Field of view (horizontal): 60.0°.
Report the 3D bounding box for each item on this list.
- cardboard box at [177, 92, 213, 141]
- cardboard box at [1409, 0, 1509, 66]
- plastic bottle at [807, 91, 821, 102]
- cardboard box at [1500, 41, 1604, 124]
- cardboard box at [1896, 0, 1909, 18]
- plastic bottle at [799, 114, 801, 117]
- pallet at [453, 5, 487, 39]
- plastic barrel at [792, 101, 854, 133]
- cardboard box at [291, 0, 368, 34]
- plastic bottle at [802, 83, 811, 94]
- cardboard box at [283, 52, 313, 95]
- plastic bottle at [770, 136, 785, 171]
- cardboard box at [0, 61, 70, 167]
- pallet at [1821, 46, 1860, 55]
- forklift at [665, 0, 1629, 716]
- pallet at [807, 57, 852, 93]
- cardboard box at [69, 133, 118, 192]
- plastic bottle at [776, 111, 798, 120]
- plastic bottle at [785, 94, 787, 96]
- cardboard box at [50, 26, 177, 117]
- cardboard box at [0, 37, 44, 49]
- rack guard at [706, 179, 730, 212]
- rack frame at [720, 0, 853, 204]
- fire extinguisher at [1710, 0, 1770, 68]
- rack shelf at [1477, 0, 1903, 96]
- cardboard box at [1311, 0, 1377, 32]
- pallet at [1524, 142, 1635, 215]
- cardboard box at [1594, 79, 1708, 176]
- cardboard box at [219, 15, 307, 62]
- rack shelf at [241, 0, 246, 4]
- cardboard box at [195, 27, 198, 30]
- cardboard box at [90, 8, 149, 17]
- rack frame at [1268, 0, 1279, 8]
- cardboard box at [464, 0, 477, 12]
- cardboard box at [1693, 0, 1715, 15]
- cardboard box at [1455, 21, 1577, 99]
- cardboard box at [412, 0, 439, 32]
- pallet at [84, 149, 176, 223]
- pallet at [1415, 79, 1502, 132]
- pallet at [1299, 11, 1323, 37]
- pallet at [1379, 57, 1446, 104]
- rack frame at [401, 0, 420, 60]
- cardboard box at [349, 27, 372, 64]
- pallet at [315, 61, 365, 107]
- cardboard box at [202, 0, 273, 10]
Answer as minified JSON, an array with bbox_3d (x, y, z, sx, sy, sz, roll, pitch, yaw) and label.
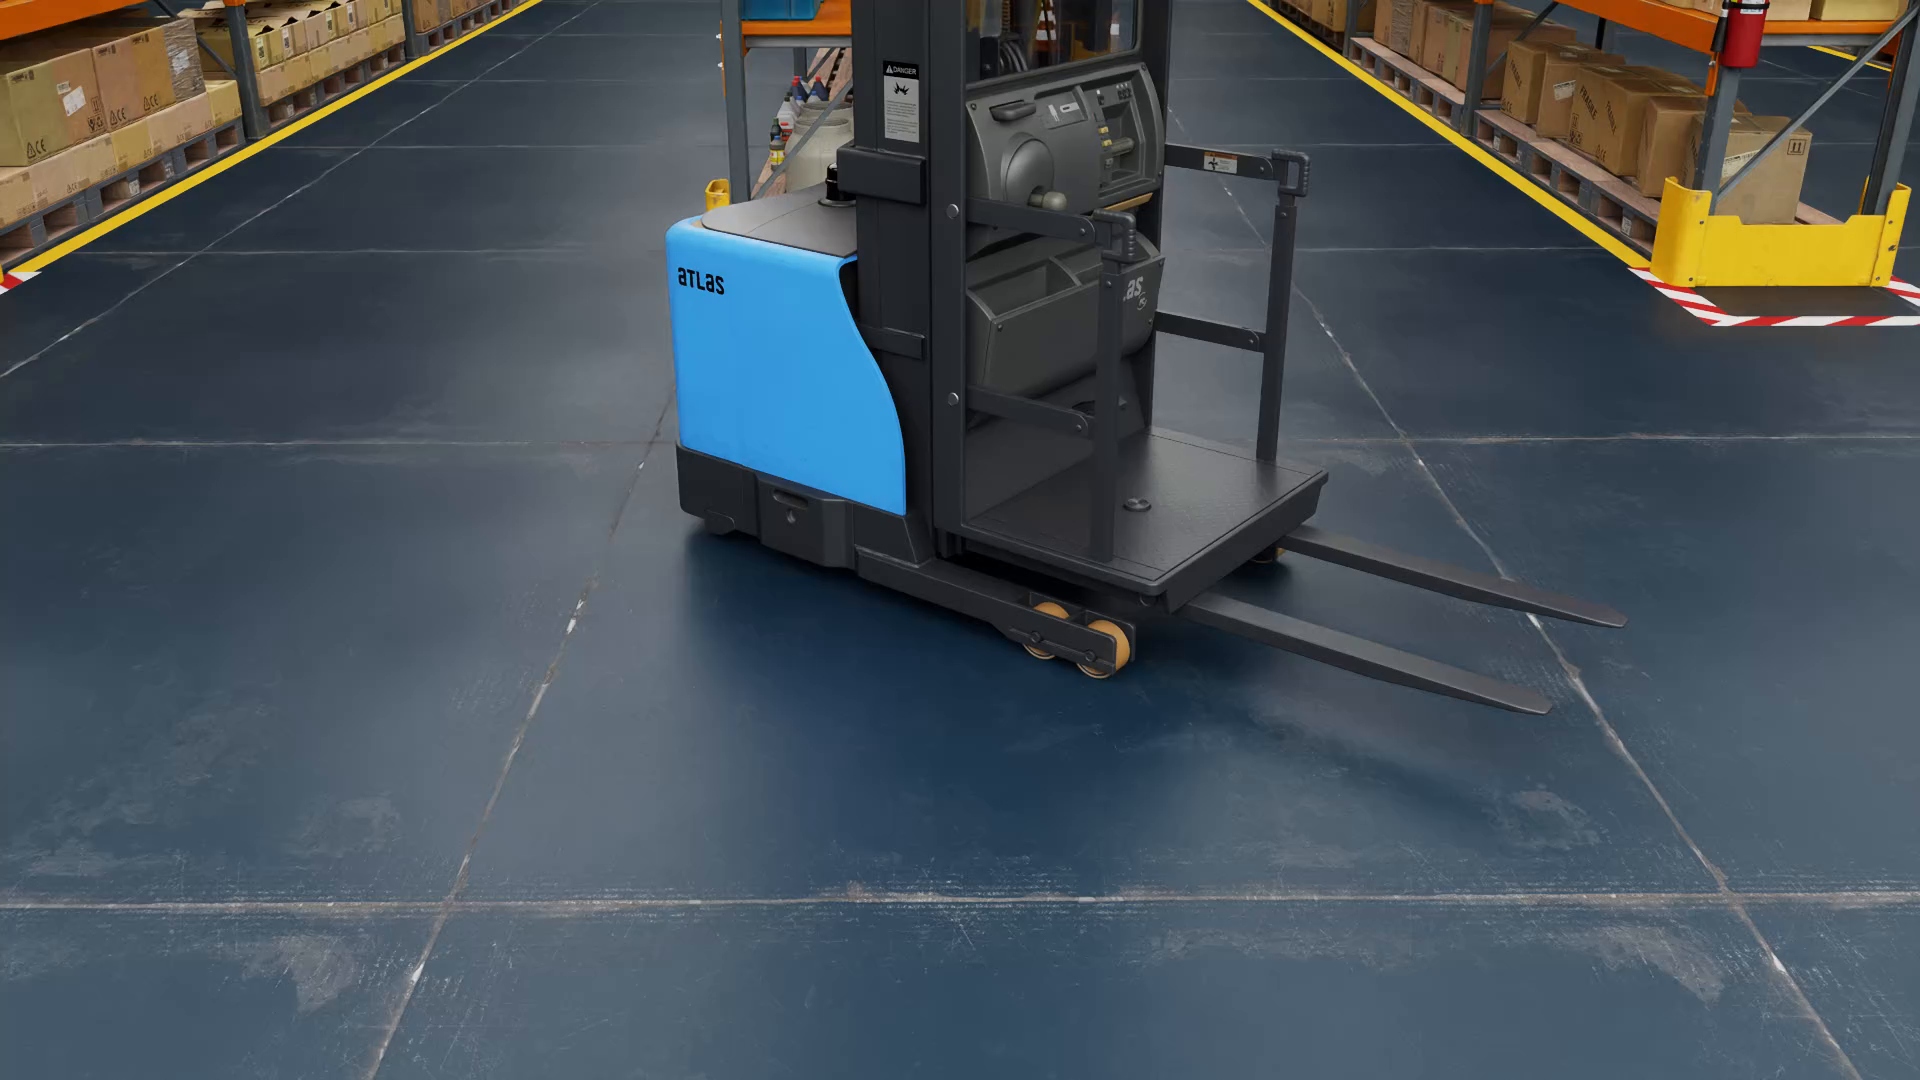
[{"bbox_3d":[-5.442,-2.876,11.295,0.500,0.250,0.500,0,24,-1],"label":"cardboard box"},{"bbox_3d":[4.261,-4.348,14.223,0.700,0.500,0.500,2,24,4],"label":"cardboard box"},{"bbox_3d":[-0.991,-2.918,11.338,0.097,0.271,0.097,0,24,0],"label":"plastic bottle"},{"bbox_3d":[4.209,-3.264,11.850,0.500,0.500,0.500,-1,24,-2],"label":"cardboard box"},{"bbox_3d":[9.079,-4.920,15.209,1.050,0.750,0.750,-1,24,-1],"label":"cardboard box"},{"bbox_3d":[-0.991,-2.528,10.462,0.061,0.283,0.133,0,24,-1],"label":"plastic bottle"},{"bbox_3d":[-5.685,-5.520,17.700,1.003,0.211,1.213,0,24,-1],"label":"pallet"},{"bbox_3d":[-0.753,-2.241,9.575,0.421,0.512,0.421,0,24,0],"label":"plastic barrel"},{"bbox_3d":[-5.438,-4.539,14.292,0.500,0.311,0.500,0,24,-1],"label":"cardboard box"},{"bbox_3d":[-1.112,-3.047,11.619,0.152,0.276,0.135,1,24,1],"label":"plastic bottle"},{"bbox_3d":[-5.422,-3.650,13.007,0.500,0.250,0.500,0,24,1],"label":"cardboard box"},{"bbox_3d":[-1.122,-2.386,10.248,0.097,0.201,0.097,0,24,0],"label":"plastic bottle"},{"bbox_3d":[-5.408,-2.393,9.319,0.500,0.500,0.500,0,24,-1],"label":"cardboard box"},{"bbox_3d":[9.155,-5.057,16.675,1.003,0.211,1.213,0,24,-1],"label":"pallet"},{"bbox_3d":[0.494,-1.179,4.800,3.031,2.935,1.130,18,30,34],"label":"forklift"},{"bbox_3d":[-0.771,-3.911,14.141,1.003,0.211,1.213,0,24,-1],"label":"pallet"},{"bbox_3d":[-5.415,-2.258,9.929,0.500,0.250,0.500,0,24,-1],"label":"cardboard box"},{"bbox_3d":[-1.099,-2.581,10.589,0.152,0.276,0.135,-1,24,-2],"label":"plastic bottle"},{"bbox_3d":[-1.152,-2.836,11.144,0.061,0.283,0.133,1,24,2],"label":"plastic bottle"},{"bbox_3d":[-5.434,-3.011,10.685,0.500,0.500,0.500,0,24,-1],"label":"cardboard box"},{"bbox_3d":[-5.950,-2.803,10.225,0.500,0.500,0.500,0,24,-1],"label":"cardboard box"},{"bbox_3d":[-0.712,-1.598,8.677,1.175,0.500,0.348,0,24,-1],"label":"rack guard"},{"bbox_3d":[-0.664,-2.706,8.093,1.000,3.000,0.127,0,24,-1],"label":"rack frame"},{"bbox_3d":[3.829,-2.644,8.049,0.296,0.674,0.183,0,24,-1],"label":"fire extinguisher"},{"bbox_3d":[4.267,-3.225,10.112,1.077,0.370,4.000,0,24,-1],"label":"rack shelf"},{"bbox_3d":[4.215,-5.532,16.411,1.225,0.875,0.875,-1,24,-3],"label":"cardboard box"},{"bbox_3d":[4.304,-2.325,10.635,1.003,0.211,1.213,0,24,-1],"label":"pallet"},{"bbox_3d":[4.270,-2.542,10.255,0.500,0.500,0.500,2,24,4],"label":"cardboard box"},{"bbox_3d":[-5.416,-3.905,12.891,0.500,0.311,0.500,-1,24,-1],"label":"cardboard box"},{"bbox_3d":[-5.683,-4.830,13.662,1.077,0.370,4.000,0,24,-1],"label":"rack shelf"},{"bbox_3d":[-5.952,-3.693,12.422,0.500,0.311,0.500,0,24,-1],"label":"cardboard box"},{"bbox_3d":[-5.969,-3.421,11.591,0.500,0.500,0.500,0,24,-1],"label":"cardboard box"},{"bbox_3d":[4.158,-7.673,19.075,1.000,3.000,0.127,0,24,-1],"label":"rack frame"},{"bbox_3d":[-5.446,-5.869,17.587,0.500,0.500,0.500,-1,24,-2],"label":"cardboard box"},{"bbox_3d":[4.077,-2.833,8.679,0.380,0.149,0.250,0,24,-1],"label":"cardboard box"},{"bbox_3d":[4.260,-3.691,12.771,0.700,0.500,0.500,-2,24,-5],"label":"cardboard box"},{"bbox_3d":[-5.424,-5.232,16.178,0.500,0.500,0.500,1,24,2],"label":"cardboard box"},{"bbox_3d":[-5.678,-2.231,10.427,1.003,0.211,1.213,0,24,-1],"label":"pallet"},{"bbox_3d":[4.235,-3.427,13.070,1.003,0.211,1.213,0,24,-1],"label":"pallet"},{"bbox_3d":[4.258,-5.581,17.833,1.003,0.211,1.213,0,24,-1],"label":"pallet"},{"bbox_3d":[4.219,-3.931,14.185,1.003,0.211,1.213,0,24,-1],"label":"pallet"},{"bbox_3d":[-5.704,-5.982,15.336,1.000,3.000,0.127,0,24,-1],"label":"rack frame"},{"bbox_3d":[-5.443,-4.285,14.411,0.500,0.250,0.500,0,24,1],"label":"cardboard box"},{"bbox_3d":[-5.724,-3.870,14.051,1.003,0.211,1.213,0,24,-1],"label":"pallet"},{"bbox_3d":[-5.969,-4.320,13.809,0.500,0.311,0.500,-1,24,-1],"label":"cardboard box"}]
